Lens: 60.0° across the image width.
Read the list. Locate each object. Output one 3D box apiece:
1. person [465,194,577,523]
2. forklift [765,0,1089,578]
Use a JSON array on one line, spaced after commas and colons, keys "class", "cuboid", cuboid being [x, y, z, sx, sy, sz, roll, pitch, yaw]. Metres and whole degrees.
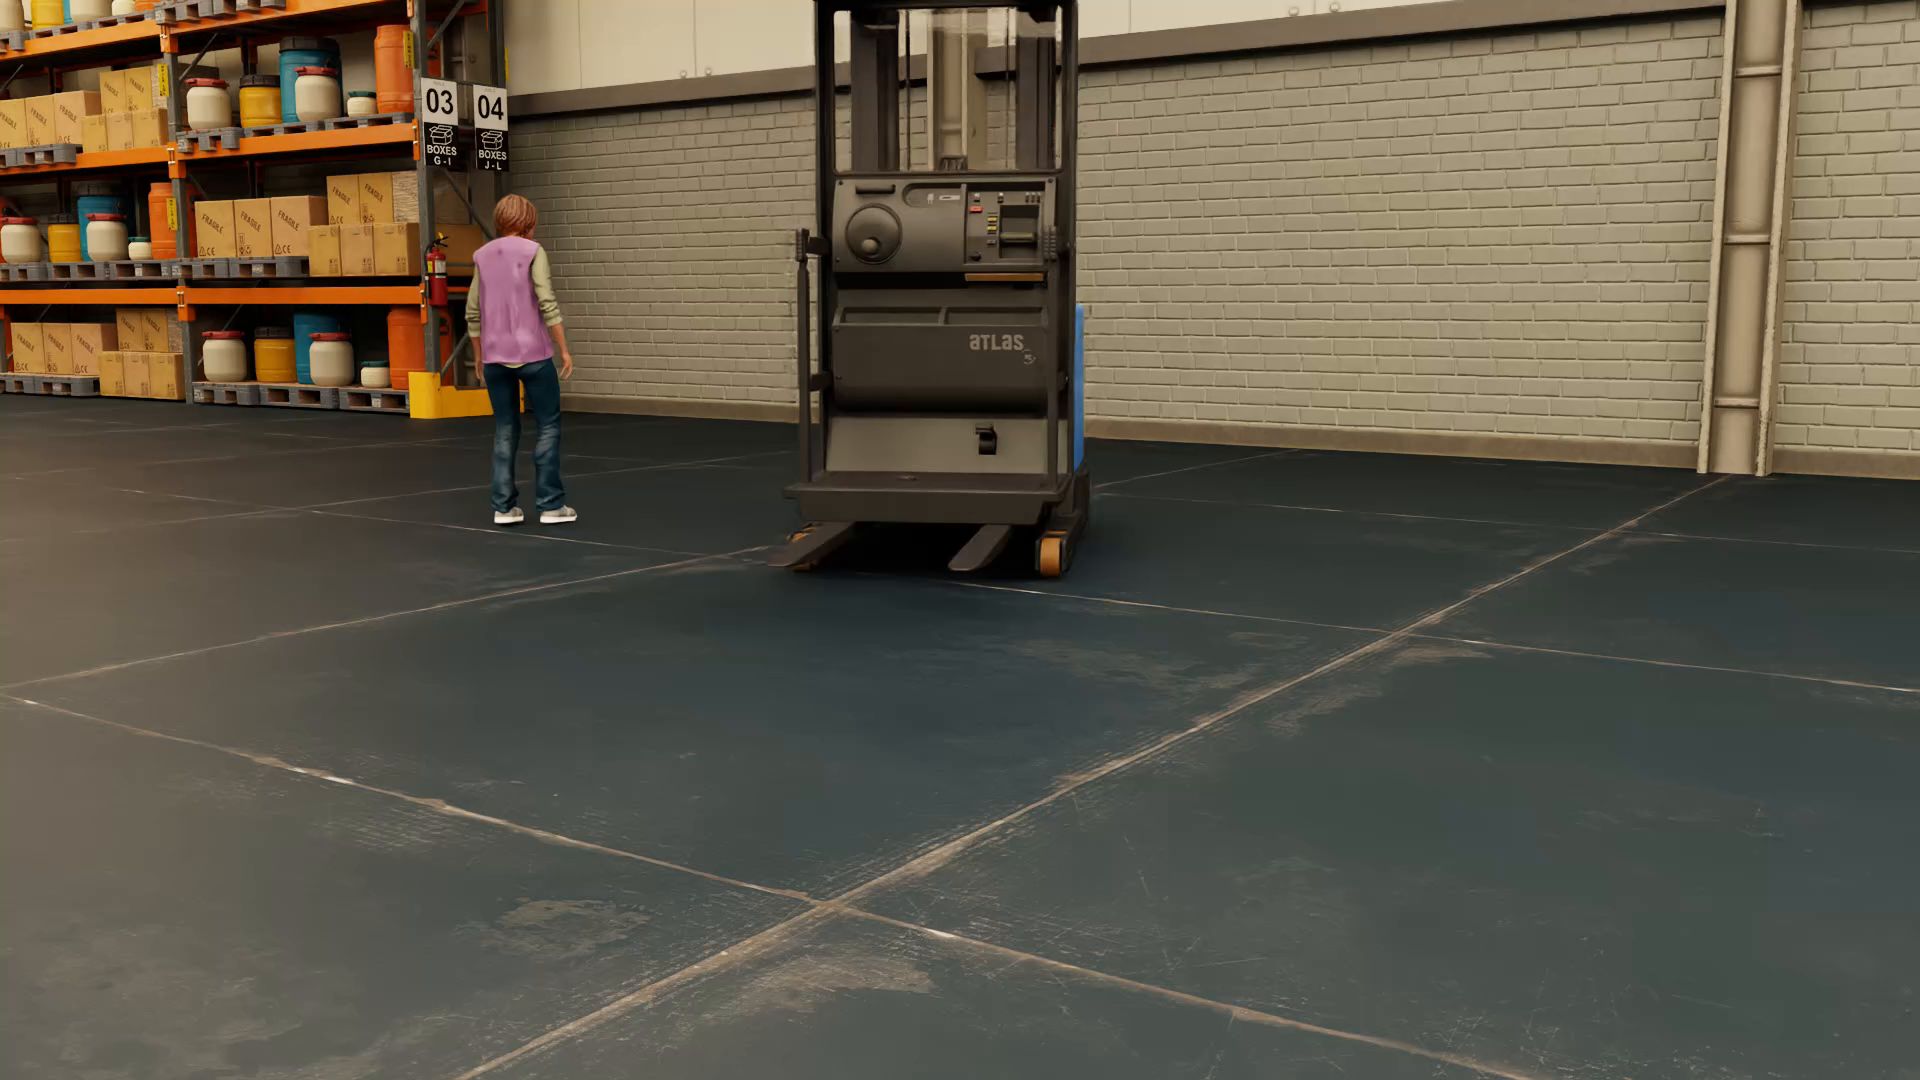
[{"class": "person", "cuboid": [-2.127, -0.869, 8.076, 0.523, 1.589, 0.371, 2, 8, 14]}, {"class": "forklift", "cuboid": [-0.094, -1.352, 6.700, 1.130, 2.935, 3.031, 1, 8, 8]}]
